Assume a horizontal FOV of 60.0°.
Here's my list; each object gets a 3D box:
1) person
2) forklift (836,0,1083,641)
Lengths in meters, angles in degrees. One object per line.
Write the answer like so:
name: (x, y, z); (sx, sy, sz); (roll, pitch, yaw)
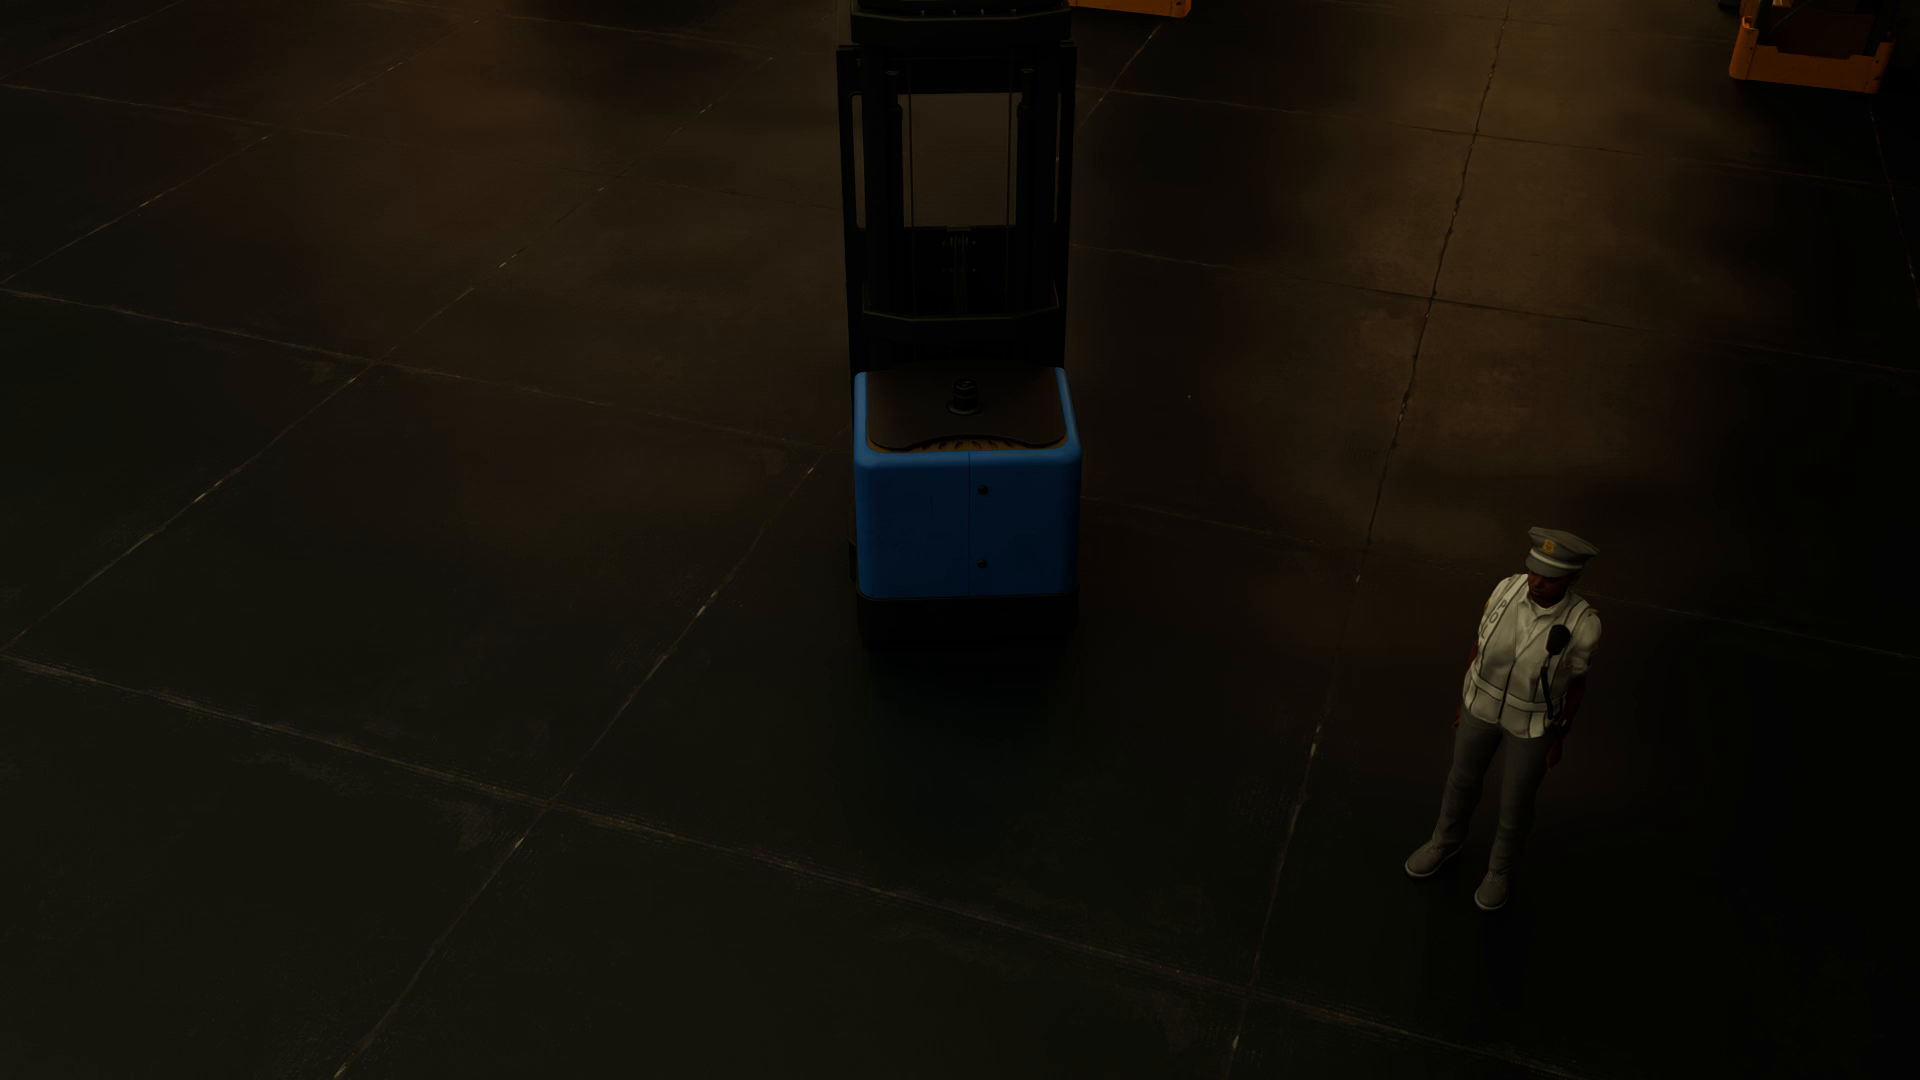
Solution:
person: (2.064, 0.663, 6.251); (0.449, 1.694, 0.351); (25, 42, 31)
forklift: (-0.029, -1.547, 8.293); (1.130, 2.935, 3.031); (-2, 35, -2)
